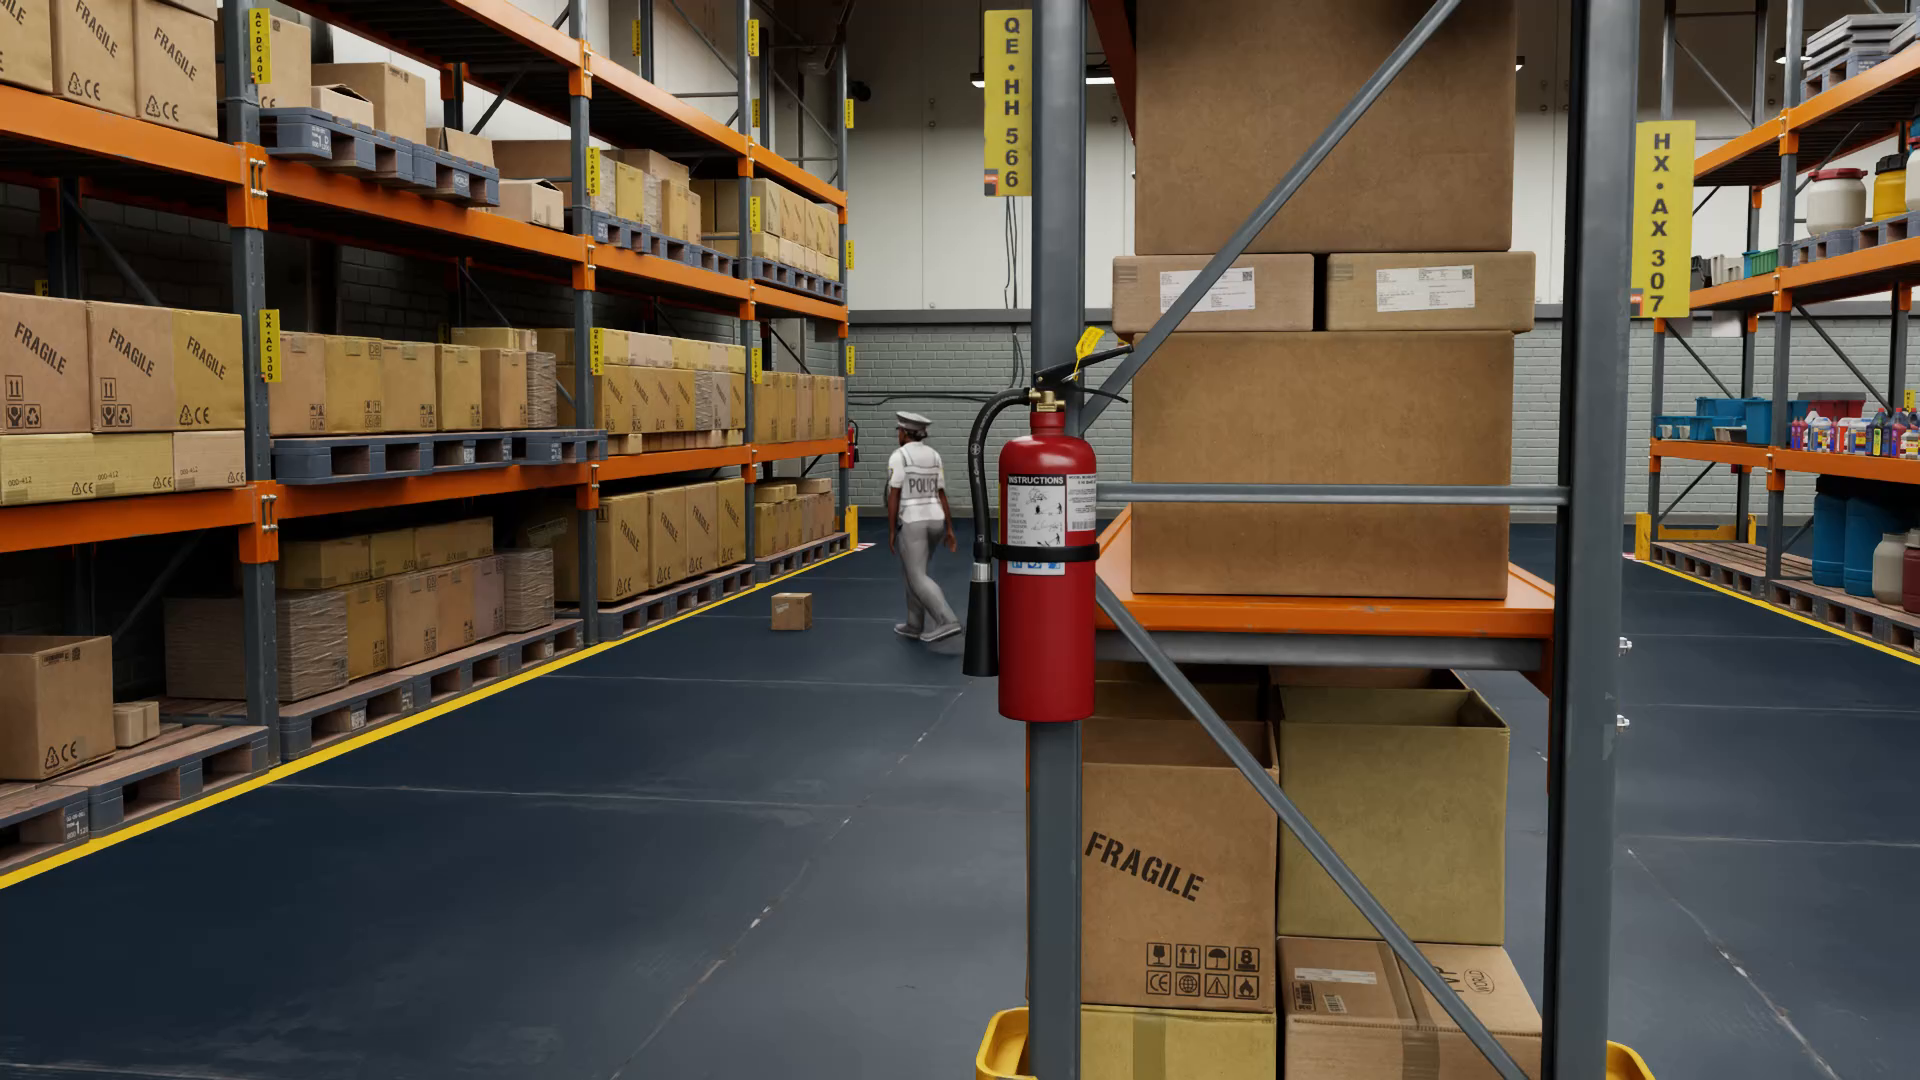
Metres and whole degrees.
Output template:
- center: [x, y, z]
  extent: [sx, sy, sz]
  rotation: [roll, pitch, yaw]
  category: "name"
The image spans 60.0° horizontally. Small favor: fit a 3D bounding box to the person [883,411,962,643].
- center: [-0.255, -0.087, 11.566]
  extent: [0.510, 1.606, 0.904]
  rotation: [-4, 6, -42]
  category: "person"
